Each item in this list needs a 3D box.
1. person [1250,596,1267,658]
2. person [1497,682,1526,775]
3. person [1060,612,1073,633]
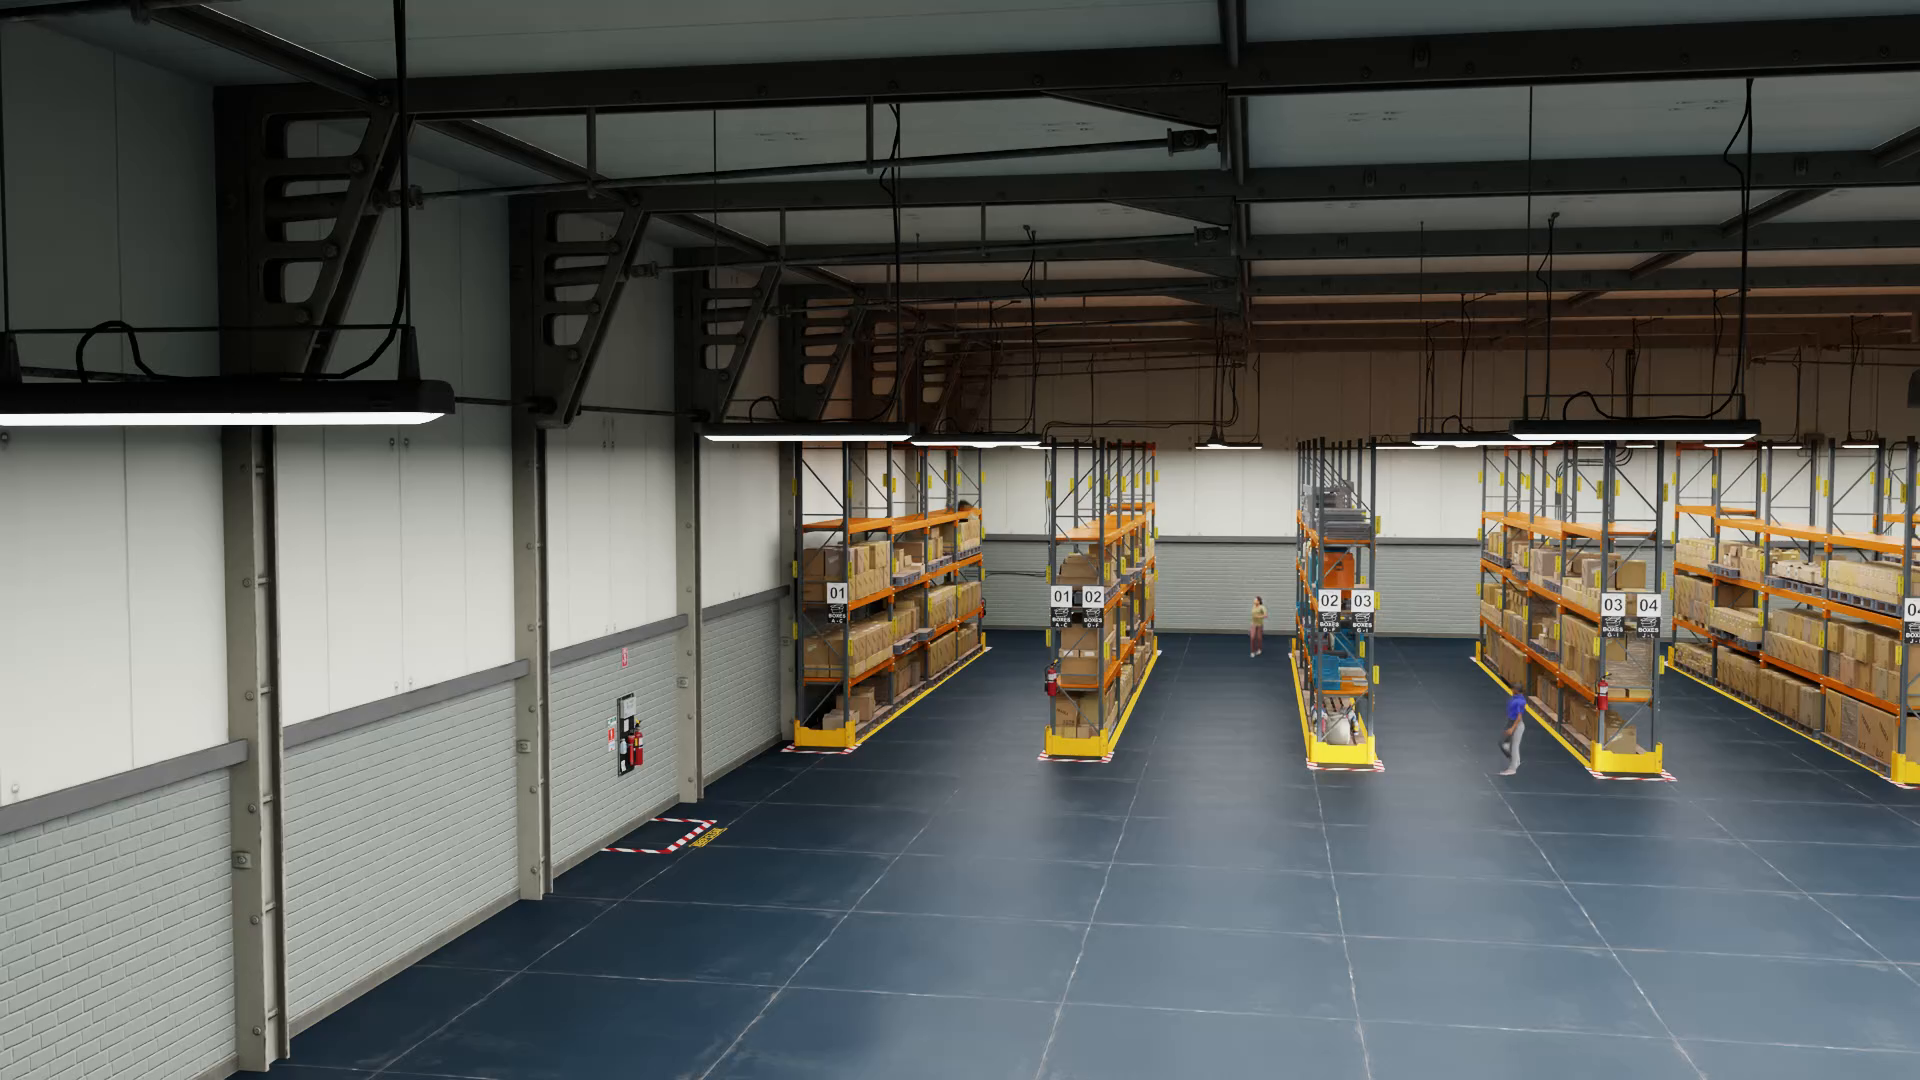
[{"bbox_3d":[8.388,2.440,46.645,0.477,1.681,0.833,1,3,15],"label":"person"},{"bbox_3d":[9.792,3.337,29.542,0.499,1.668,0.523,-1,3,-15],"label":"person"},{"bbox_3d":[3.025,2.475,45.336,0.579,1.847,0.449,3,4,44],"label":"person"}]
